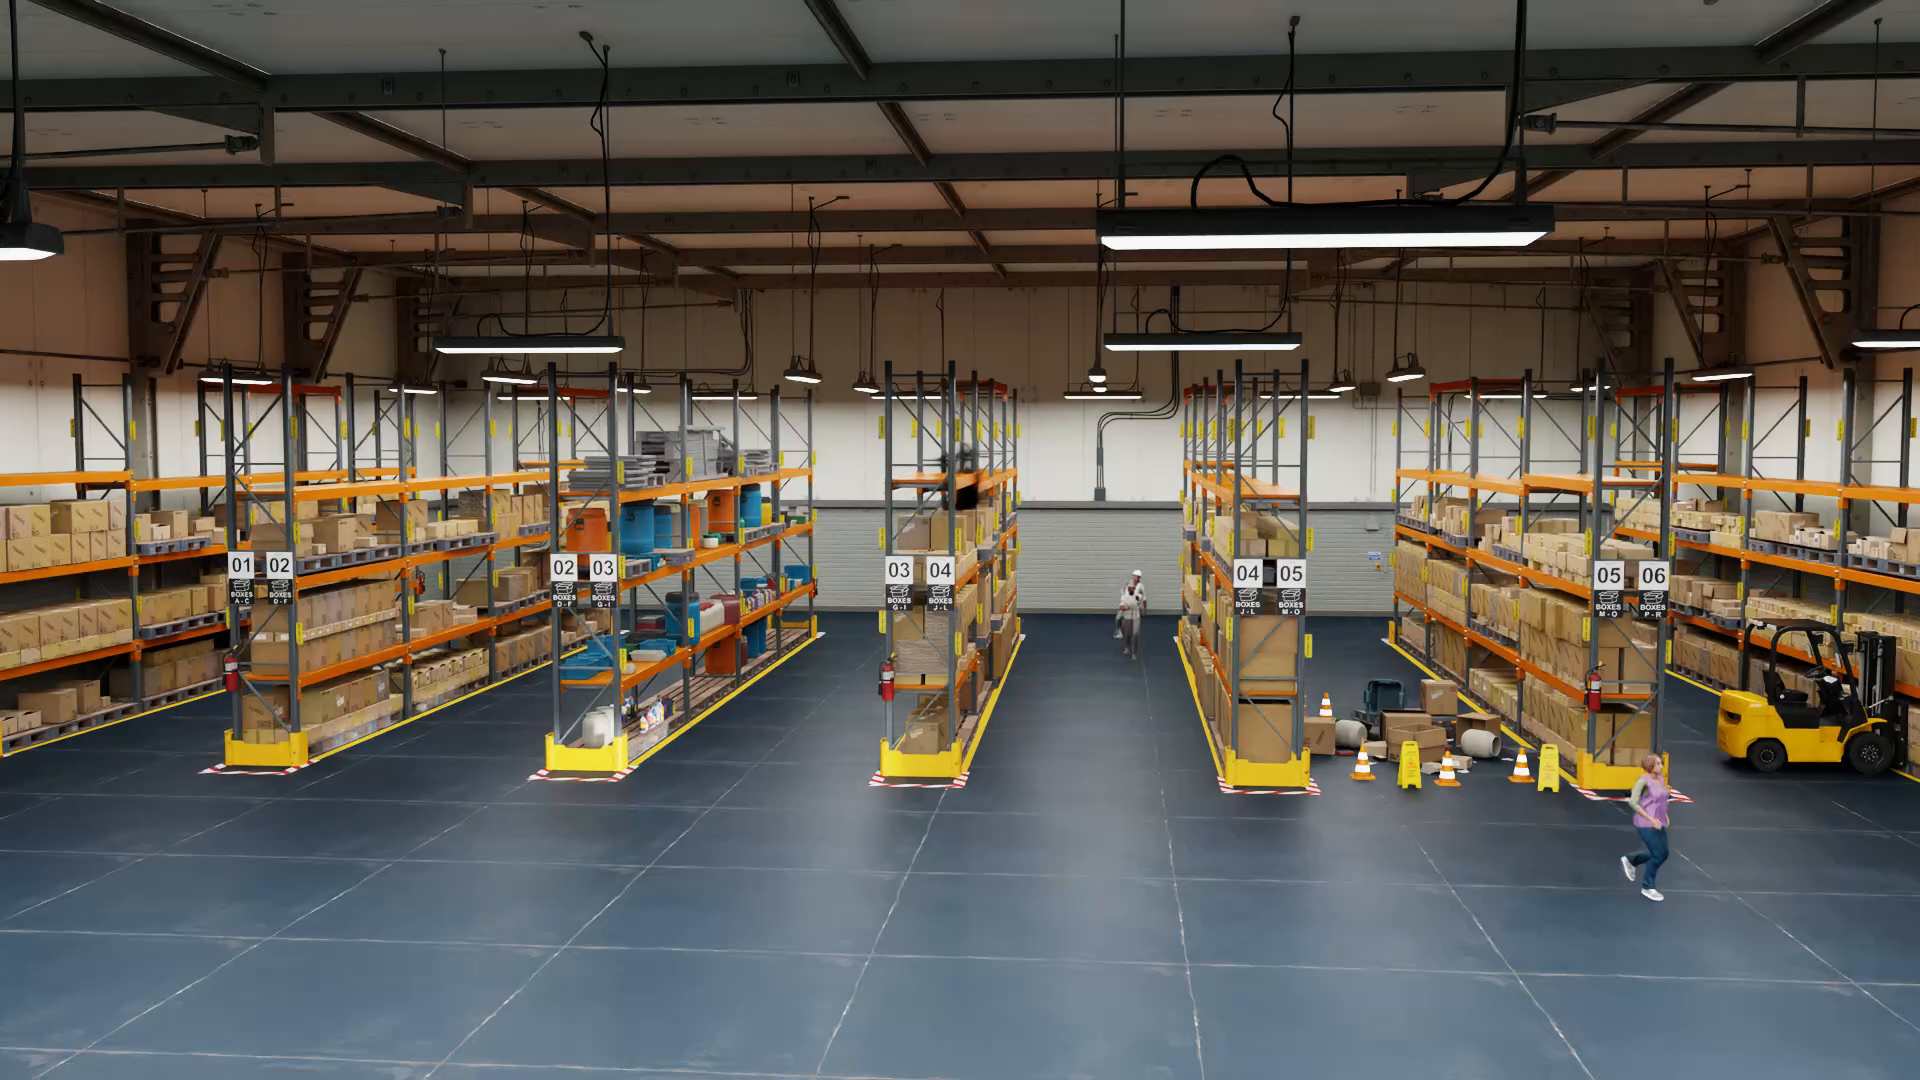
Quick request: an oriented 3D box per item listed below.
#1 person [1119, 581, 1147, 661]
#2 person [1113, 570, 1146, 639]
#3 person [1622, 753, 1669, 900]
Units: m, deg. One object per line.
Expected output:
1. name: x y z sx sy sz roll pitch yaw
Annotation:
1. person: 3.802 1.761 36.574 0.586 1.740 0.891 1 4 9
2. person: 4.028 1.555 39.822 0.852 1.658 0.556 2 4 27
3. person: 7.367 3.054 17.907 0.570 1.559 0.566 -3 5 -36
